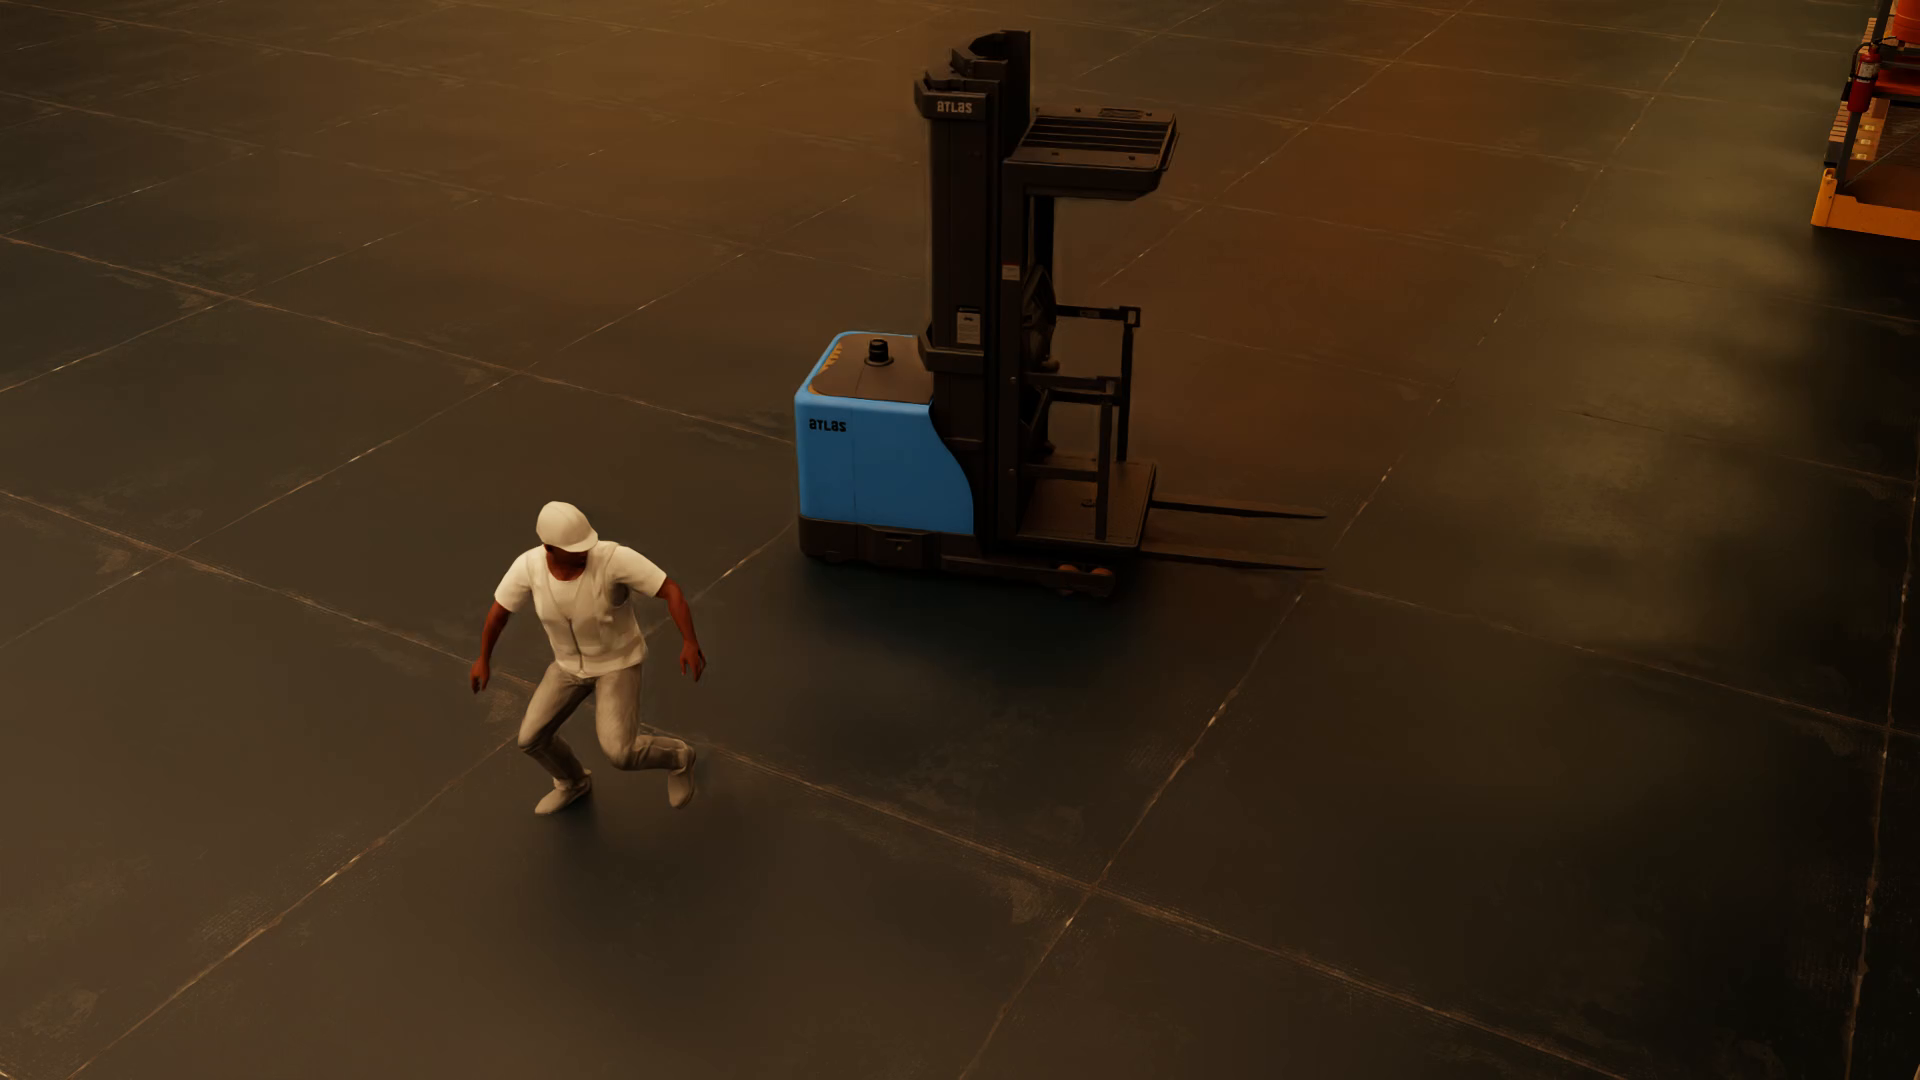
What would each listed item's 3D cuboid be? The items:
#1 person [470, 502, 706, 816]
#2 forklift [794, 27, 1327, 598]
[{"bbox_3d":[-1.675,0.549,7.450,1.039,1.647,0.524,10,32,17],"label":"person"},{"bbox_3d":[0.624,-1.232,9.205,3.031,2.935,1.130,6,31,10],"label":"forklift"}]
